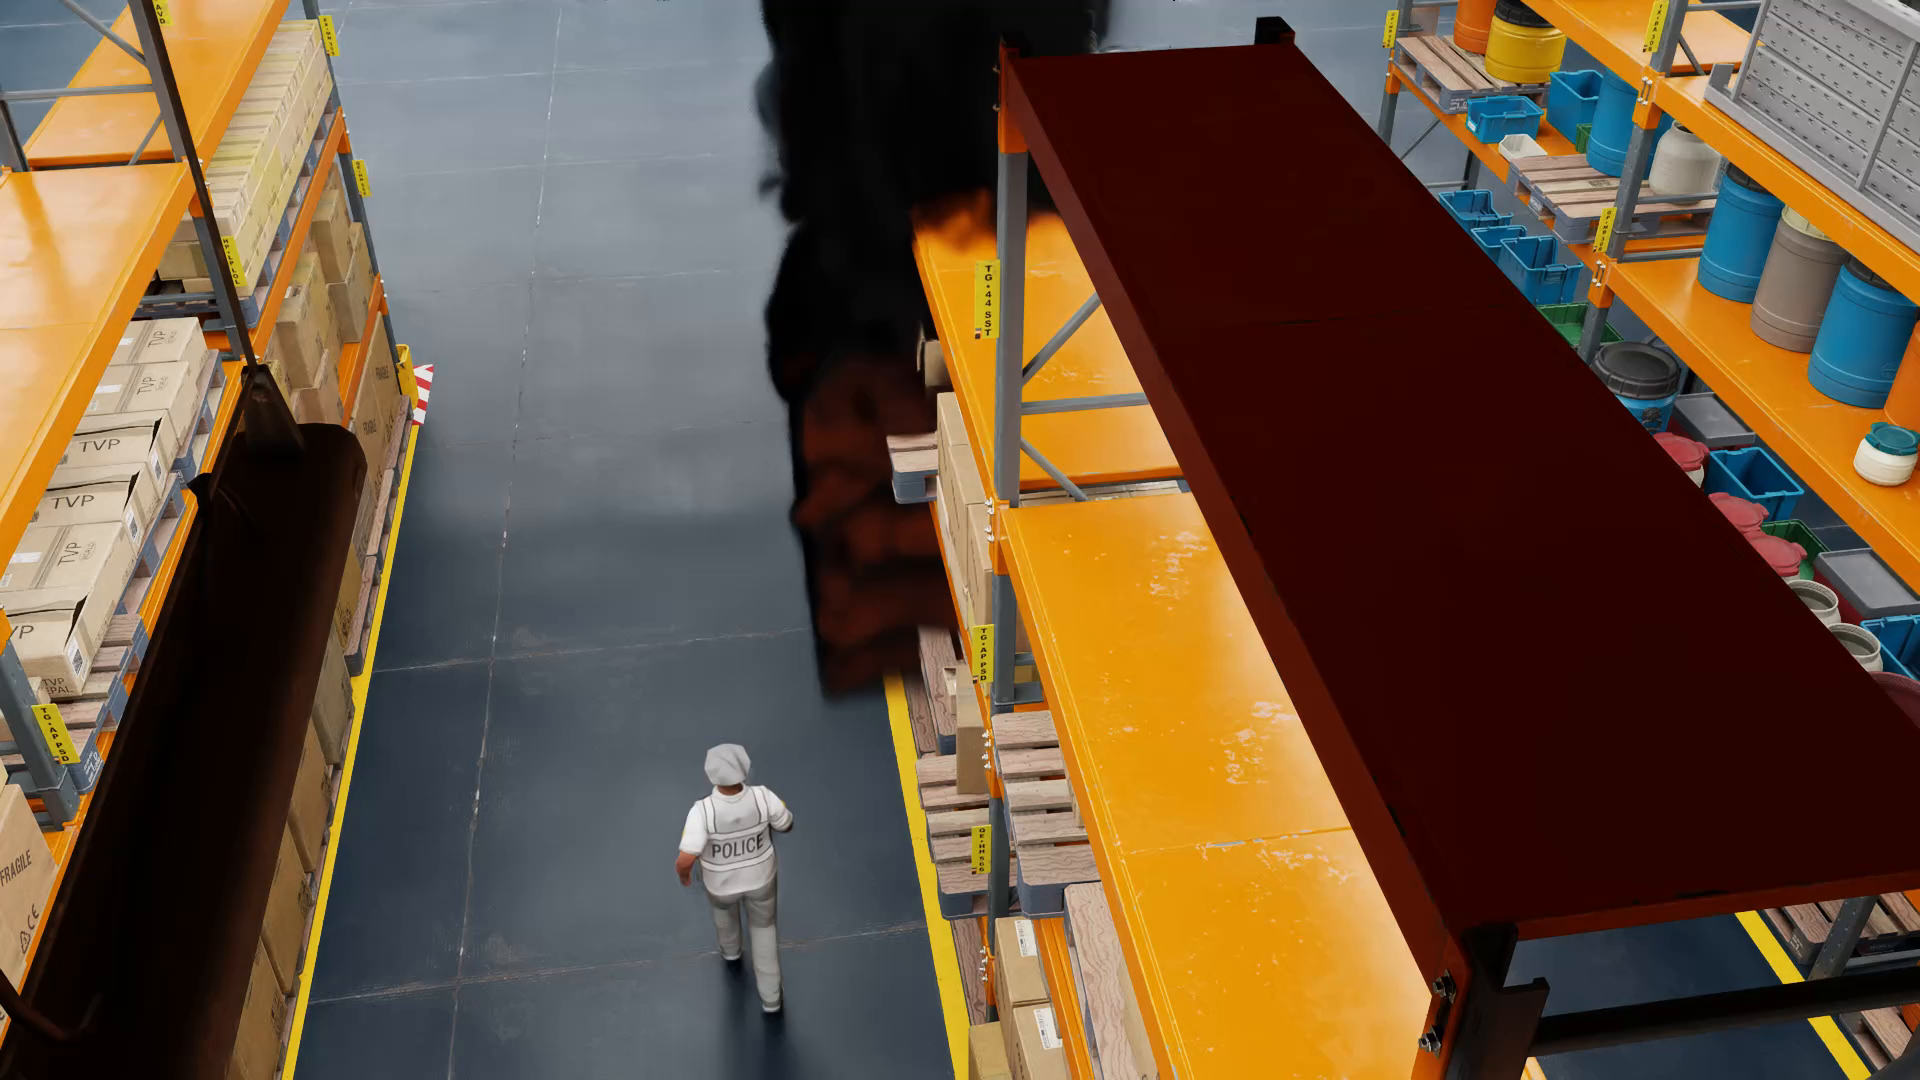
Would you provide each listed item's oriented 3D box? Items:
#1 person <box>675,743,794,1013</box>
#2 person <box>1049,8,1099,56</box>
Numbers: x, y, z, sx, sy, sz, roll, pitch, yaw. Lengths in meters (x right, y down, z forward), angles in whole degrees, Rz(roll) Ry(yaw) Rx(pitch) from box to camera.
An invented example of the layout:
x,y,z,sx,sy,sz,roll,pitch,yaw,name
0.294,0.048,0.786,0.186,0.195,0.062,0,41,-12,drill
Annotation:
x,y,z,sx,sy,sz,roll,pitch,yaw,name
-1.244,1.916,9.376,0.678,1.860,0.797,-8,37,-11,person
1.351,-5.159,18.980,0.744,1.825,0.656,11,38,14,person
